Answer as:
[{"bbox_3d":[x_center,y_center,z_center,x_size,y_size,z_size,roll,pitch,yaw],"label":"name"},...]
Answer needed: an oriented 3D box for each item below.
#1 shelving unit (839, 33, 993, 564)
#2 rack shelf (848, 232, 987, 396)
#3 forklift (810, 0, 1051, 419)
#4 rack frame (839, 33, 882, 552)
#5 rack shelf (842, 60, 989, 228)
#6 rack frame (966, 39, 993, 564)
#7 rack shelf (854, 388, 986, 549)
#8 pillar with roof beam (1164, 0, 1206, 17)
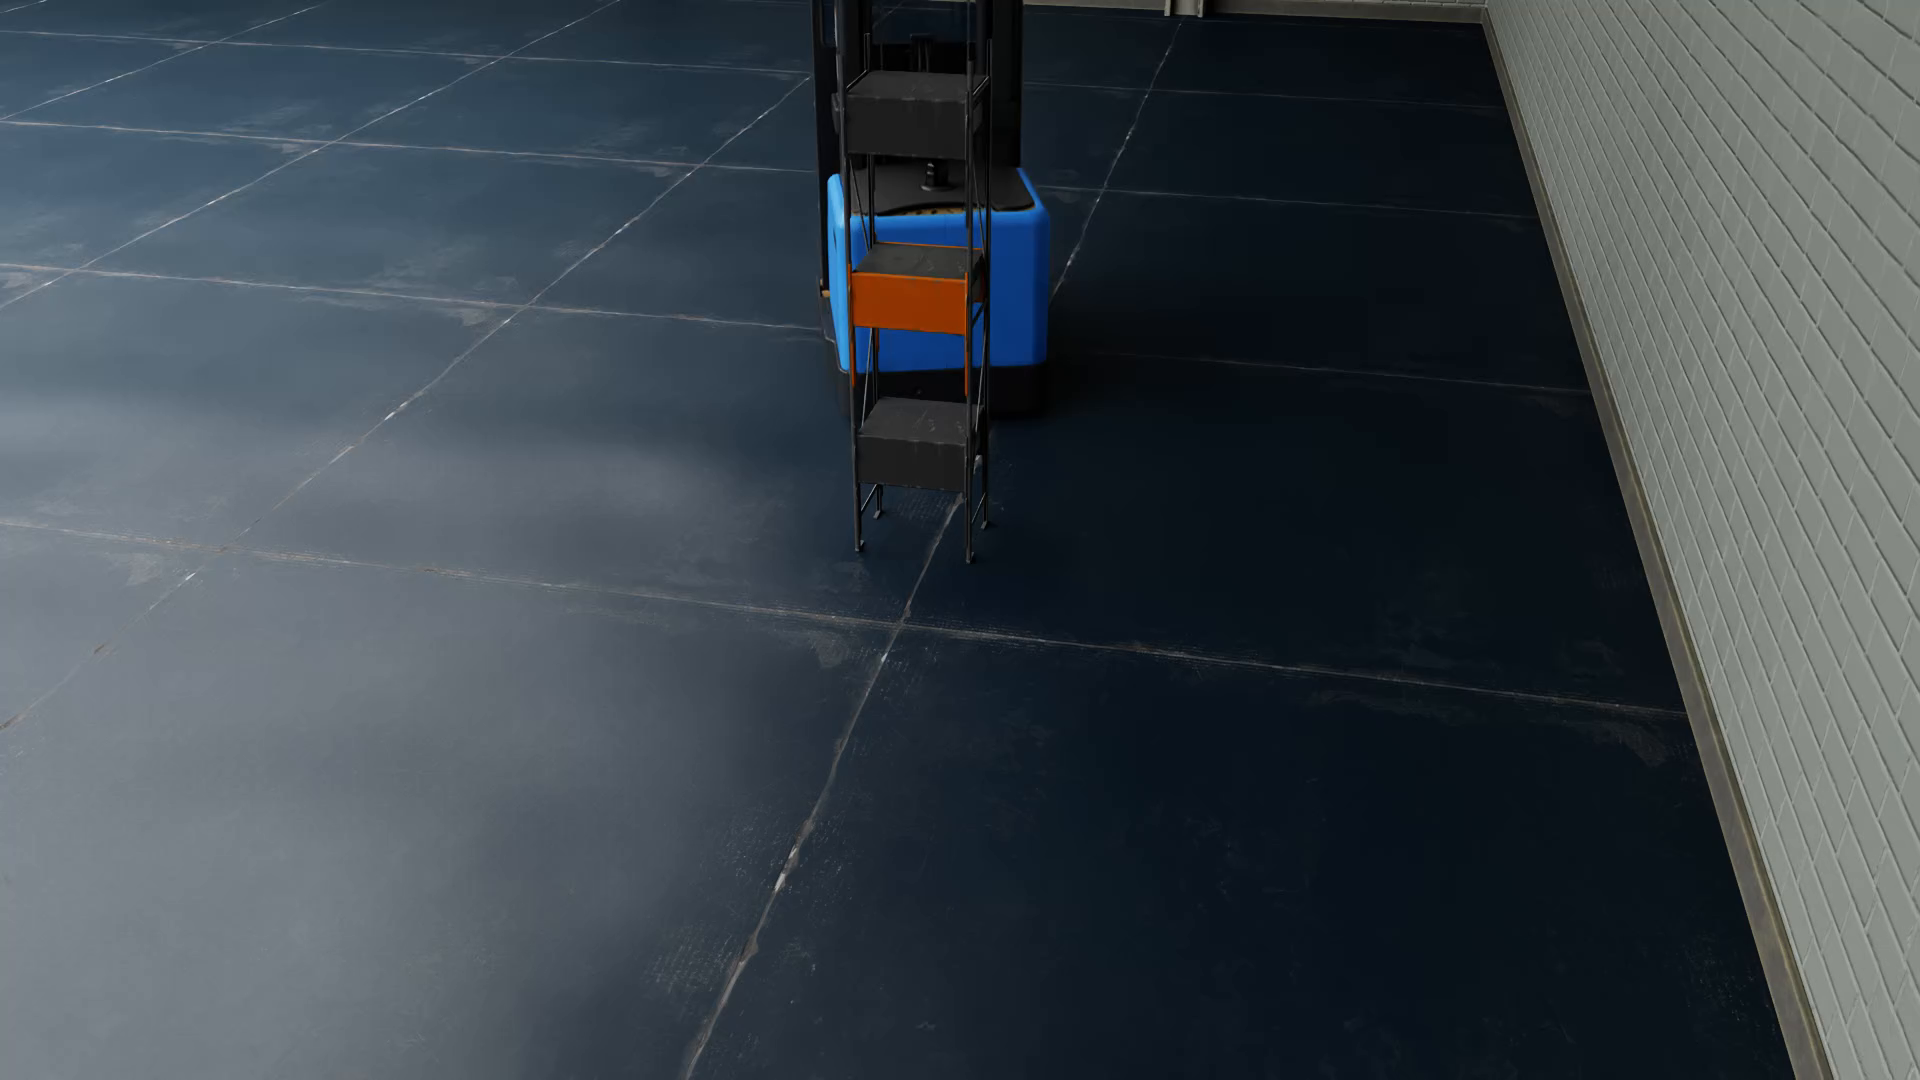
[{"bbox_3d":[-0.162,-0.938,6.776,0.503,2.100,0.431,6,29,11],"label":"shelving unit"},{"bbox_3d":[-0.162,-0.926,6.783,0.480,0.518,0.431,6,29,11],"label":"rack shelf"},{"bbox_3d":[-0.251,-2.563,8.880,1.130,2.935,3.031,-3,29,-6],"label":"forklift"},{"bbox_3d":[-0.401,-0.962,6.821,0.015,2.100,0.400,6,29,11],"label":"rack frame"},{"bbox_3d":[-0.162,-1.540,6.447,0.480,0.518,0.431,6,29,11],"label":"rack shelf"},{"bbox_3d":[0.077,-0.913,6.731,0.015,2.100,0.400,6,29,11],"label":"rack frame"},{"bbox_3d":[-0.162,-0.312,7.119,0.480,0.518,0.431,6,29,11],"label":"rack shelf"},{"bbox_3d":[1.430,-7.372,11.346,0.400,9.000,9.100,6,29,11],"label":"pillar with roof beam"}]
